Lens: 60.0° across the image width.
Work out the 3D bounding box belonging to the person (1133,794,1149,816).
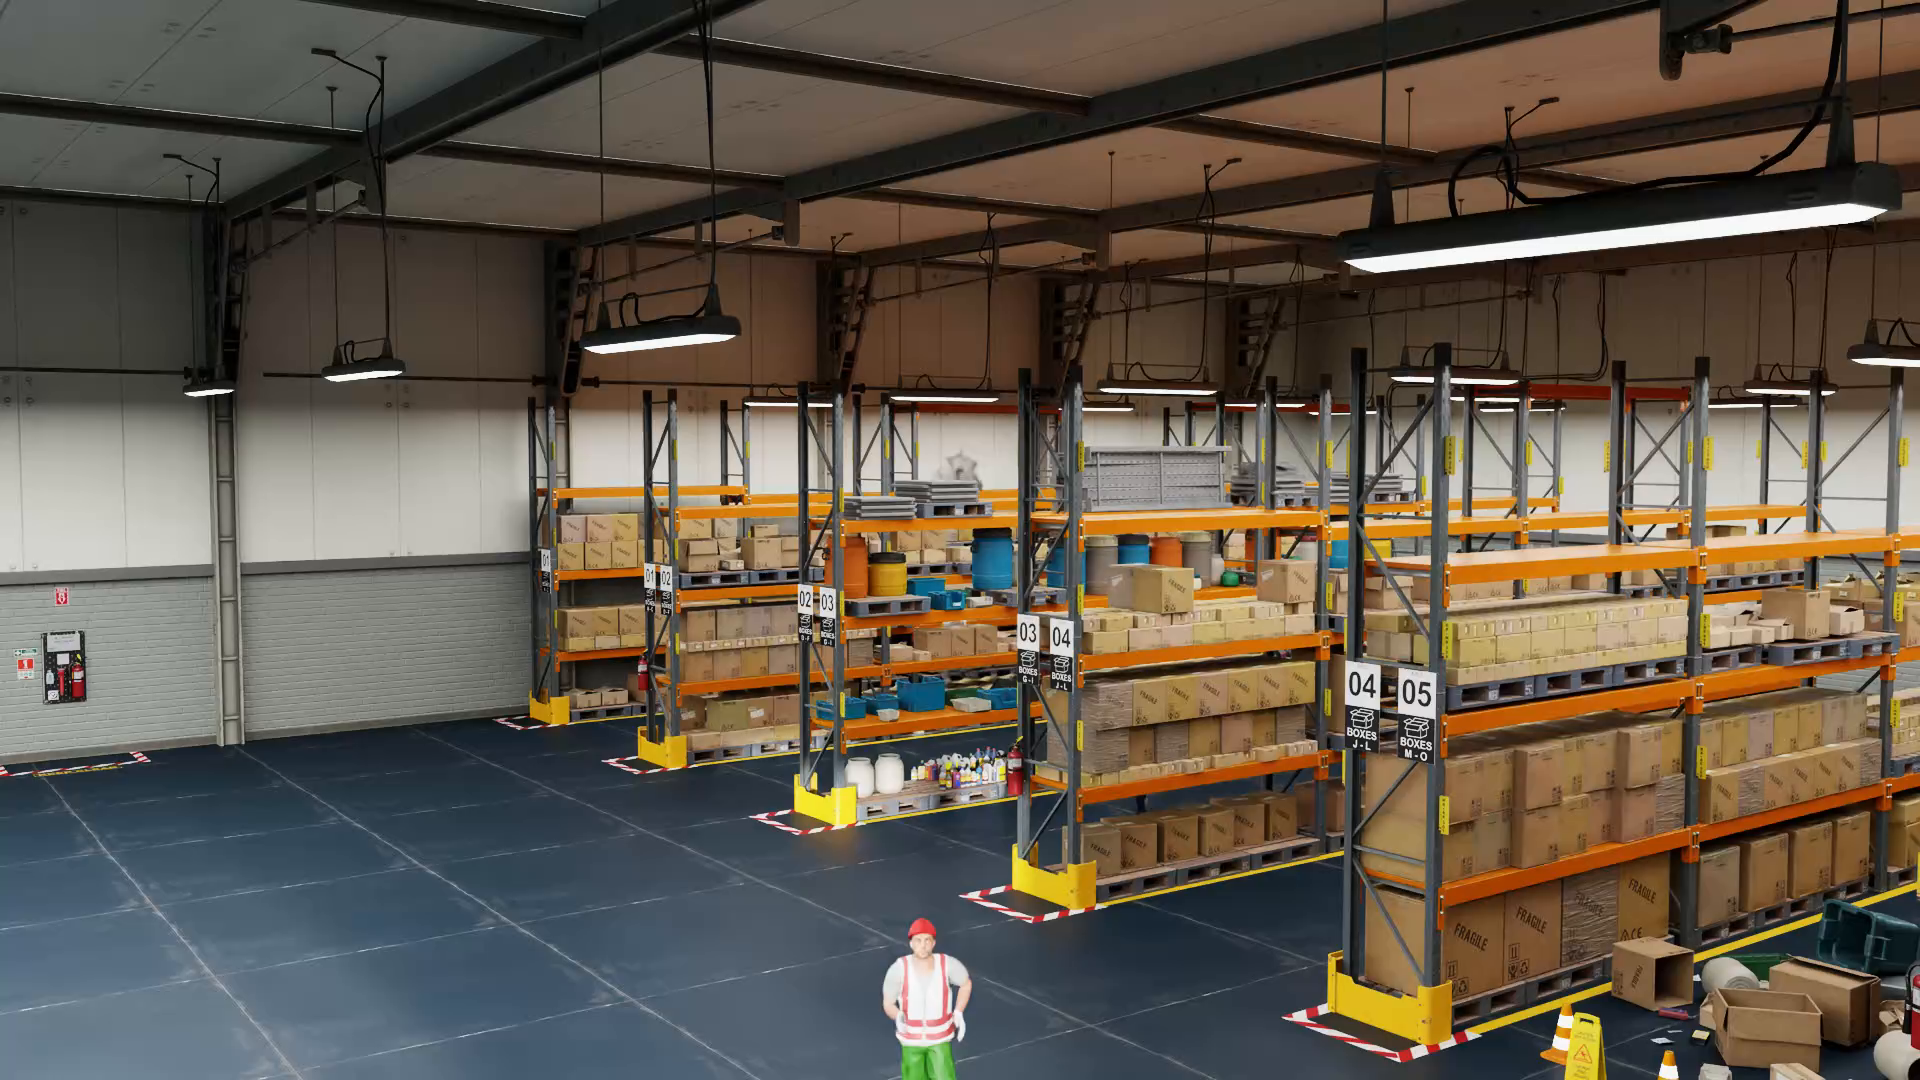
[{"bbox_3d":[2.423,3.072,22.400,0.544,1.558,0.547,3,5,41],"label":"person"}]

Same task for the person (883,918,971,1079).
[{"bbox_3d":[-0.238,3.578,11.806,0.628,1.784,0.692,0,3,2],"label":"person"}]

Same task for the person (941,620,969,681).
[{"bbox_3d":[-0.170,2.061,33.061,0.717,1.776,0.670,-3,5,-43],"label":"person"}]
